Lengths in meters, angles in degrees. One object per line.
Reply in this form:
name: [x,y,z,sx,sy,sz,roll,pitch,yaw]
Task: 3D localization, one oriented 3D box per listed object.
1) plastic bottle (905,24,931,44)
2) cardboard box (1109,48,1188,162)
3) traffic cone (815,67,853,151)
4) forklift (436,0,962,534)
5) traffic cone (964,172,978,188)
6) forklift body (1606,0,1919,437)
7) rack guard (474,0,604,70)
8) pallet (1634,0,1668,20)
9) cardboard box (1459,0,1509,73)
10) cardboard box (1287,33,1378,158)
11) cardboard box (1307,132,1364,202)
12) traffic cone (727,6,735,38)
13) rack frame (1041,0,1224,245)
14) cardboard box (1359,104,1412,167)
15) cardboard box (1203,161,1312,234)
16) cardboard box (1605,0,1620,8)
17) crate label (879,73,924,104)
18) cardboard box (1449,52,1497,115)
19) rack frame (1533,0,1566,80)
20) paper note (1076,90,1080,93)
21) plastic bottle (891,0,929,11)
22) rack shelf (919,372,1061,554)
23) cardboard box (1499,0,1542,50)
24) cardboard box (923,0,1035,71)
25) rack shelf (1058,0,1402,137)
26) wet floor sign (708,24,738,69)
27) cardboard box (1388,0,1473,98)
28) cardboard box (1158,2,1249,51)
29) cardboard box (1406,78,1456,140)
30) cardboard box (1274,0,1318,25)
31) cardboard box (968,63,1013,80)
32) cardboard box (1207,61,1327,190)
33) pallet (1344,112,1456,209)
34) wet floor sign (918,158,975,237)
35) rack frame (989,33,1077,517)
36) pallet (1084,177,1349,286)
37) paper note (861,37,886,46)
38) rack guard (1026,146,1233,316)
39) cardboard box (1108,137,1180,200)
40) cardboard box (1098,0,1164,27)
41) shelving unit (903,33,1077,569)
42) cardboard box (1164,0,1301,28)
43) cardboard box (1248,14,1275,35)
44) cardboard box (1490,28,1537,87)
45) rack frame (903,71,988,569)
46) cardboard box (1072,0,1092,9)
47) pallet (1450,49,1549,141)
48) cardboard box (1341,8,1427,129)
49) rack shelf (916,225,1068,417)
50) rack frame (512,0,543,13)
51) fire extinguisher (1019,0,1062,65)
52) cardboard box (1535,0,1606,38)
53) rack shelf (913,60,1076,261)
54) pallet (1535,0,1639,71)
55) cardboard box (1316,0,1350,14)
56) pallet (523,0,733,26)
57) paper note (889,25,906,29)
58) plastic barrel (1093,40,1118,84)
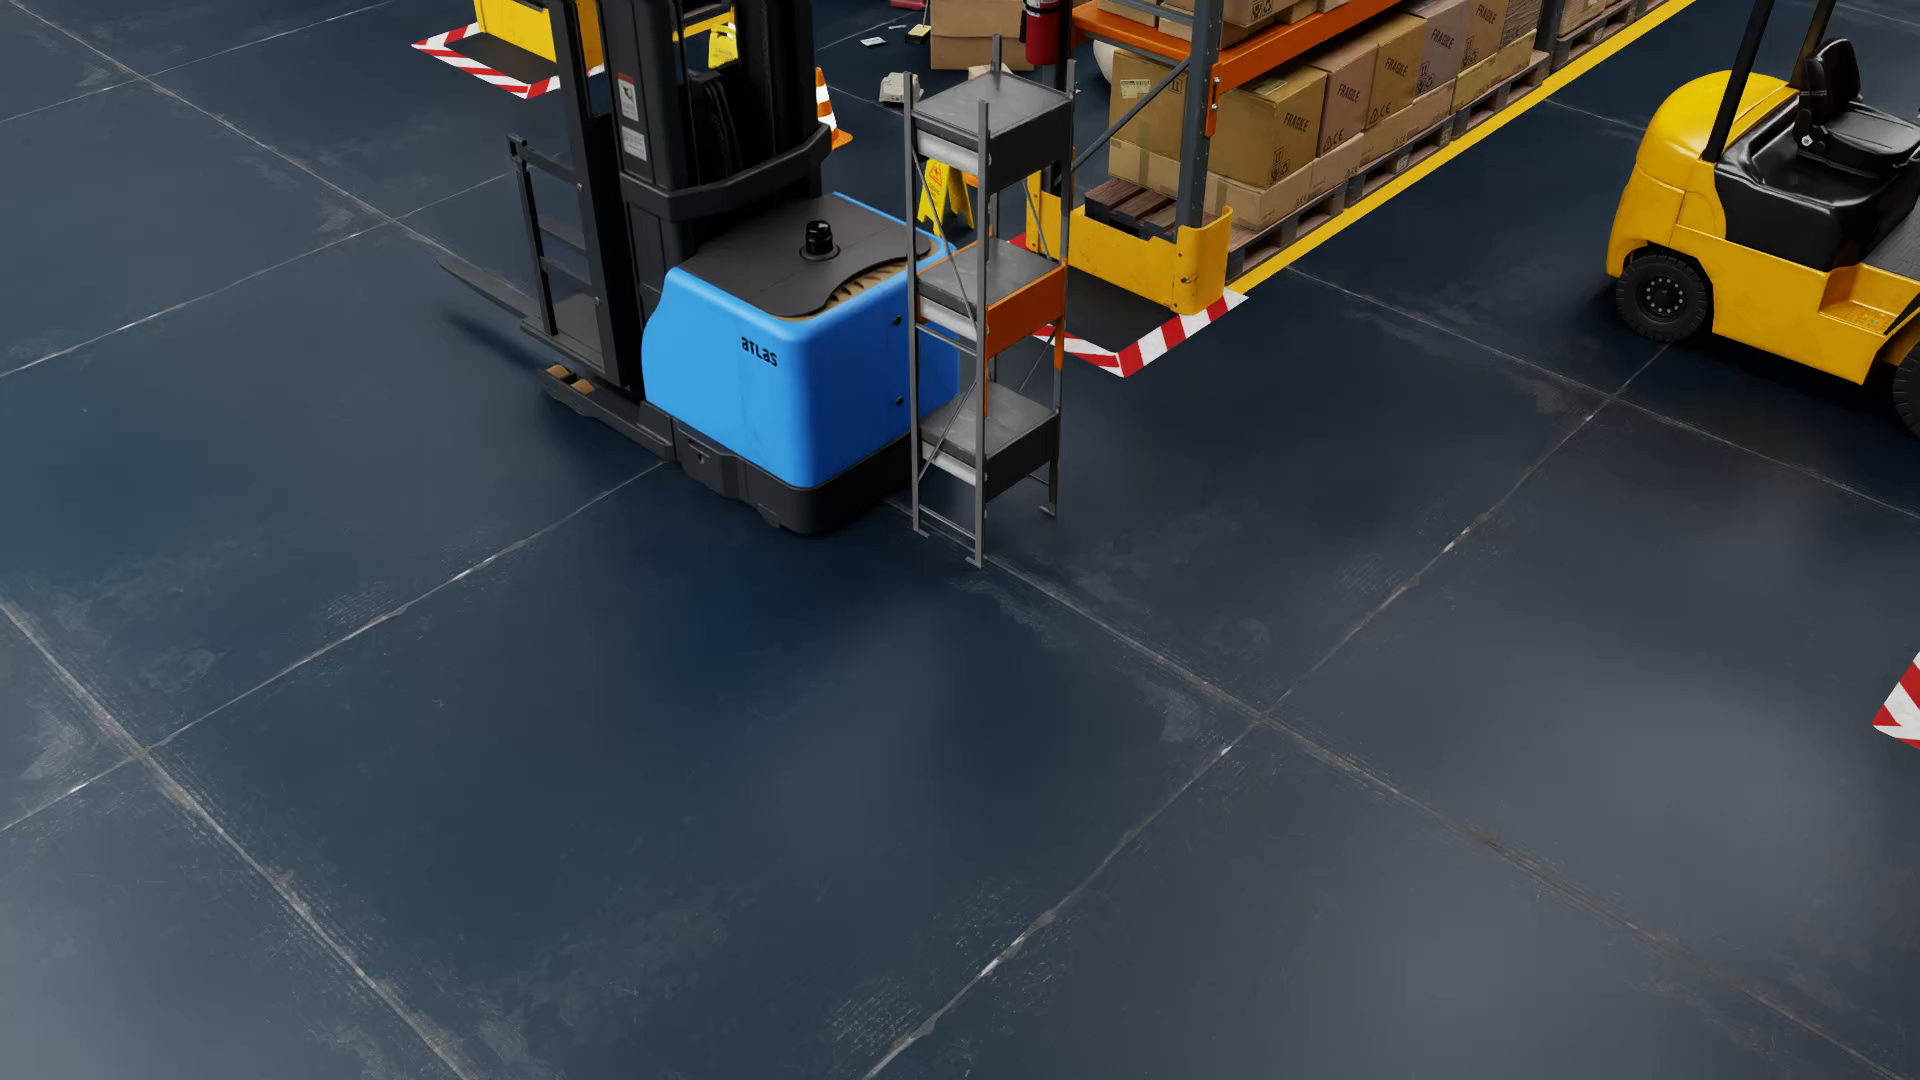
plastic bottle: [-0.273,-3.568,11.688,0.133,0.061,0.283,14,41,17]
cardboard box: [1.186,-2.484,9.233,0.500,0.500,0.500,30,47,32]
traffic cone: [-0.873,-2.681,10.250,0.336,0.463,0.334,30,47,32]
forklift: [-1.414,-1.965,7.366,3.031,2.935,1.130,30,47,32]
traffic cone: [0.176,-2.371,9.860,0.336,0.463,0.334,30,47,32]
forklift body: [4.437,-1.847,7.845,2.313,2.155,1.214,30,47,32]
rack guard: [-2.901,-3.667,11.460,1.175,0.500,0.348,30,47,32]
pallet: [4.883,-4.292,12.479,1.003,0.211,1.213,30,47,32]
cardboard box: [2.993,-3.225,10.165,0.500,0.500,0.500,31,48,33]
cardboard box: [1.951,-2.514,9.271,0.500,0.500,0.500,28,46,30]
cardboard box: [1.936,-2.199,9.477,0.500,0.250,0.500,31,48,33]
traffic cone: [-1.478,-3.312,11.043,0.336,0.463,0.334,30,47,32]
rack frame: [0.838,-2.625,8.141,1.000,3.000,0.127,30,47,32]
cardboard box: [2.295,-2.455,9.799,0.500,0.250,0.500,-31,48,-33]
cardboard box: [1.586,-1.967,9.186,0.500,0.250,0.500,29,47,32]
cardboard box: [4.371,-4.172,11.861,0.625,0.372,0.950,-31,48,-33]
crate label: [-0.389,-2.941,10.838,0.250,0.136,0.298,8,39,10]
cardboard box: [2.984,-2.917,10.381,0.500,0.250,0.500,28,46,31]
rack frame: [3.536,-4.462,10.452,1.000,3.000,0.127,30,47,32]
paper note: [0.744,-2.941,10.941,0.032,0.001,0.123,30,47,32]
plastic bottle: [-0.350,-3.920,12.130,0.283,0.061,0.133,14,41,17]
rack shelf: [0.112,-0.339,7.136,0.431,0.518,0.480,30,47,32]
cardboard box: [3.335,-3.460,10.460,0.500,0.500,0.500,29,47,31]
cardboard box: [0.154,-3.518,11.270,0.797,0.503,0.637,2,39,2]
rack shelf: [2.187,-3.262,9.520,1.077,0.370,4.000,30,47,32]
wet floor sign: [-1.442,-2.891,10.367,0.267,0.644,0.232,22,43,25]
cardboard box: [2.650,-2.990,9.870,0.500,0.500,0.500,-31,48,-33]
cardboard box: [1.220,-2.596,8.306,0.380,0.149,0.250,30,47,32]
cardboard box: [2.637,-2.686,10.089,0.500,0.250,0.500,30,48,32]
cardboard box: [1.618,-2.805,8.570,0.380,0.149,0.250,28,46,31]
cardboard box: [0.230,-2.959,10.852,0.250,0.149,0.380,-11,40,-14]
cardboard box: [1.602,-2.272,8.967,0.500,0.500,0.500,28,46,31]
pallet: [2.286,-2.485,10.205,1.003,0.211,1.213,30,47,32]
wet floor sign: [-0.080,-2.065,9.329,0.232,0.644,0.267,-18,42,-21]
rack frame: [0.276,-1.010,6.833,0.400,2.100,0.015,30,47,32]
pallet: [1.463,-1.927,9.503,1.003,0.211,1.213,30,47,32]
paper note: [-0.601,-3.482,11.606,0.142,0.017,0.144,-18,42,-21]
rack guard: [0.889,-1.681,8.963,1.175,0.500,0.348,30,47,32]
cardboard box: [1.201,-2.208,9.489,0.500,0.250,0.500,29,47,32]
cardboard box: [0.932,-2.788,8.548,0.380,0.149,0.250,31,48,33]
shelving unit: [0.112,-0.898,6.692,0.431,2.100,0.503,30,47,32]
cardboard box: [1.362,-2.882,8.144,0.500,0.500,0.500,29,47,31]
cardboard box: [1.379,-2.718,8.459,0.380,0.149,0.250,30,48,32]
cardboard box: [3.336,-3.166,10.693,0.500,0.250,0.500,-32,48,-34]
rack frame: [-0.053,-0.786,6.551,0.400,2.100,0.015,30,47,32]
cardboard box: [0.779,-4.004,11.772,0.797,0.637,0.503,30,47,32]
pallet: [3.109,-3.048,10.913,1.003,0.211,1.213,30,47,32]
cardboard box: [2.296,-2.741,9.556,0.500,0.500,0.500,31,48,33]
rack shelf: [0.112,-0.887,6.701,0.431,0.518,0.480,30,47,32]
rack frame: [-2.884,-4.657,10.696,1.000,3.000,0.127,30,47,32]
fire extinguisher: [0.420,-2.735,8.342,0.296,0.674,0.183,30,47,32]
cardboard box: [3.888,-3.840,11.443,0.950,0.372,0.625,30,47,32]
rack shelf: [0.112,-1.435,6.265,0.431,0.518,0.480,30,47,32]
pallet: [4.060,-3.729,11.770,1.003,0.211,1.213,30,47,32]
cardboard box: [1.823,-2.903,8.692,0.380,0.149,0.250,30,48,32]
pallet: [-2.403,-3.966,12.068,1.003,0.211,1.213,30,47,32]
paper note: [-0.446,-3.652,11.835,0.123,0.001,0.032,-11,40,-14]
plastic barrel: [1.114,-3.201,10.936,0.421,0.421,0.512,-5,39,-6]
